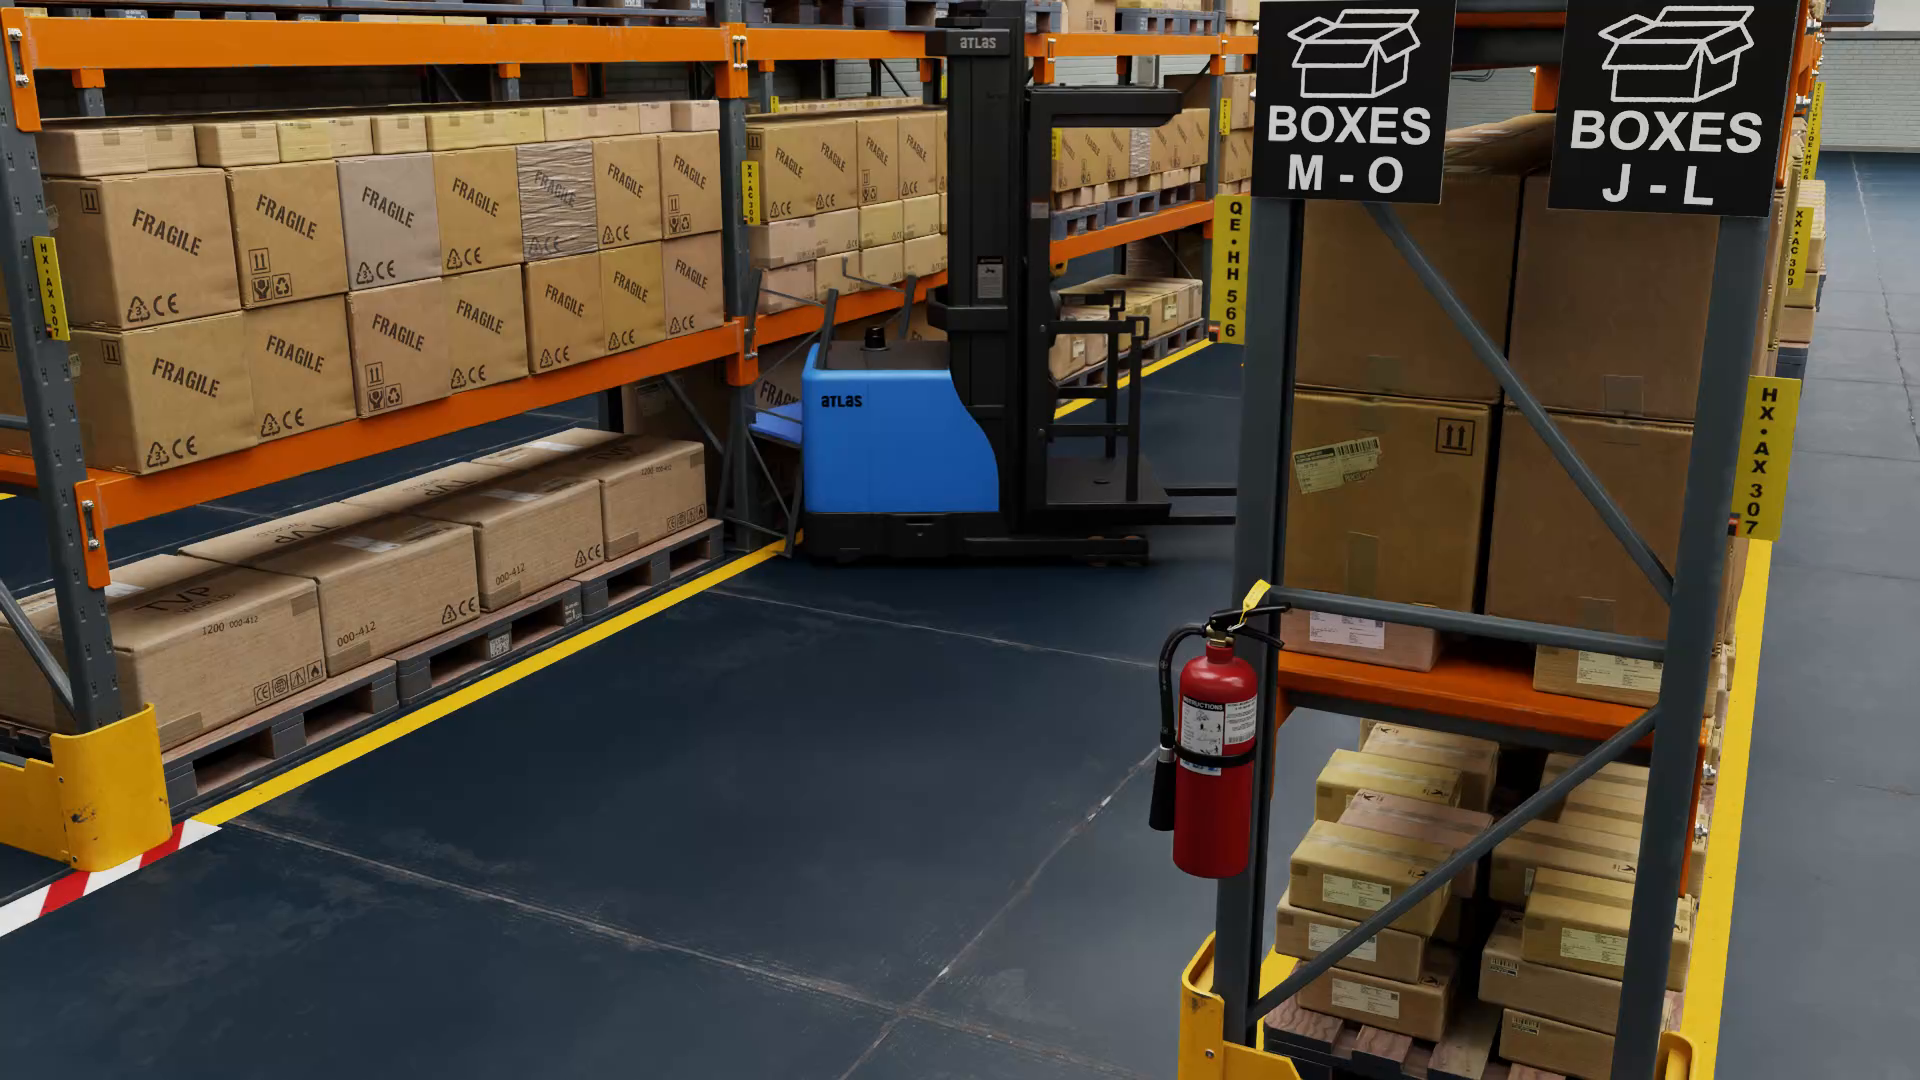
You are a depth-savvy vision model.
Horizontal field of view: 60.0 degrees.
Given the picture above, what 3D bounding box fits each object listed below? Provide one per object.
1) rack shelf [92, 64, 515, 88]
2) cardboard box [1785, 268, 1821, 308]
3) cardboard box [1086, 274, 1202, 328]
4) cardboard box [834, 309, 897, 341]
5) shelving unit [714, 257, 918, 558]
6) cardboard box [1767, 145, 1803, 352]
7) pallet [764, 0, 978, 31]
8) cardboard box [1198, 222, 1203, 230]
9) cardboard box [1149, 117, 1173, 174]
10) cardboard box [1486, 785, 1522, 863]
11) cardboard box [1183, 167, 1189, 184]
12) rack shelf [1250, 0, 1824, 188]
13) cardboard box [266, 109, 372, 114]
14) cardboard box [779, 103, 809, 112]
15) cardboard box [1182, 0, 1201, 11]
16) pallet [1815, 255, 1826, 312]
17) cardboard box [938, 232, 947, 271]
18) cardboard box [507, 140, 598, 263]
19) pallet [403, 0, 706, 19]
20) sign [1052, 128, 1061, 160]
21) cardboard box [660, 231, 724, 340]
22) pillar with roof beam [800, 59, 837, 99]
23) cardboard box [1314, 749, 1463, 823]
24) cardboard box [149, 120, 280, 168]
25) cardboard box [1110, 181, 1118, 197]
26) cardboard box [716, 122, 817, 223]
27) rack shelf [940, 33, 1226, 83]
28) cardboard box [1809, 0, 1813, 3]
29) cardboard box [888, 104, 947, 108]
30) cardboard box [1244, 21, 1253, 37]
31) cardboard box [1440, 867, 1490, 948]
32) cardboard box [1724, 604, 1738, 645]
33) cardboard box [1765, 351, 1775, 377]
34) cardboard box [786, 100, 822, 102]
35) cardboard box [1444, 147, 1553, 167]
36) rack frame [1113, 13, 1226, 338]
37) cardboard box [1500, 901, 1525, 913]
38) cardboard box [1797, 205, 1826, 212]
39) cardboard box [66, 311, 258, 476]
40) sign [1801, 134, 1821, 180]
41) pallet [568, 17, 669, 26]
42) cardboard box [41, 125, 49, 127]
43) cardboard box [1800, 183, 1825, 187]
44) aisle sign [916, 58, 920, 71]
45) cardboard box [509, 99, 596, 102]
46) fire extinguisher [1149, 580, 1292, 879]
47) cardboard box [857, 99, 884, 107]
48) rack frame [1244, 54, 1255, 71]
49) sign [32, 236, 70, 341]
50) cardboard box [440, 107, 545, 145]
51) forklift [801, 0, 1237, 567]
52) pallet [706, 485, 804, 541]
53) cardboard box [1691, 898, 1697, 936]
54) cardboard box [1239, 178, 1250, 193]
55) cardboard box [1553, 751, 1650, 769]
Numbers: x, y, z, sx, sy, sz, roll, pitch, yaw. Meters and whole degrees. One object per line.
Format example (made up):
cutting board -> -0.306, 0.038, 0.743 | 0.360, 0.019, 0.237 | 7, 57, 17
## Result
rack shelf -> -5.143, -3.669, 12.604 | 1.077, 0.370, 4.000 | 8, 18, 25
cardboard box -> 3.467, -1.097, 7.132 | 0.380, 0.149, 0.250 | 8, 19, 26
cardboard box -> 1.748, -2.281, 15.815 | 0.950, 0.372, 0.625 | 8, 18, 26
cardboard box -> -0.992, -1.018, 10.678 | 0.875, 0.875, 0.875 | 9, 19, 27
shelving unit -> -0.813, -0.783, 9.433 | 0.538, 1.500, 1.048 | 18, 18, 18
cardboard box -> 2.002, -0.823, 4.571 | 0.500, 0.500, 0.500 | 8, 18, 24
pallet -> -0.544, -3.346, 10.586 | 1.003, 0.211, 1.213 | 9, 19, 28
cardboard box -> 2.595, -3.168, 16.556 | 0.380, 0.149, 0.250 | 8, 18, 26
cardboard box -> 1.523, -3.462, 14.475 | 0.500, 0.500, 0.500 | 9, 19, 27
cardboard box -> 1.515, 0.851, 5.138 | 0.380, 0.149, 0.250 | 8, 18, 25
cardboard box -> 1.864, -3.324, 15.149 | 0.380, 0.149, 0.250 | 8, 18, 24
rack shelf -> 1.986, -1.416, 5.017 | 1.077, 0.370, 4.000 | 8, 18, 25
cardboard box -> -2.745, -1.769, 7.140 | 0.380, 0.149, 0.250 | 9, 19, 27
cardboard box -> -1.912, -4.793, 18.557 | 0.380, 0.149, 0.250 | 8, 18, 24
cardboard box -> 1.849, -4.874, 14.923 | 0.500, 0.250, 0.500 | 8, 18, 24
pallet -> 4.444, -1.564, 9.858 | 1.213, 0.211, 1.003 | 8, 18, 25
cardboard box -> -0.254, -1.963, 11.128 | 0.500, 0.250, 0.500 | 8, 18, 25
cardboard box -> -2.011, -1.549, 7.539 | 0.500, 0.500, 0.500 | 8, 18, 26
pallet -> -1.969, -2.624, 7.979 | 1.003, 0.211, 1.213 | 8, 18, 25
sign -> 0.691, -2.940, 12.121 | 0.100, 0.325, 0.005 | 8, 18, 25
cardboard box -> -1.573, -1.333, 8.569 | 0.500, 0.500, 0.500 | 8, 18, 26
pillar with roof beam -> 2.060, -7.389, 18.596 | 9.100, 9.000, 0.400 | 8, 18, 25
cardboard box -> 1.268, 0.761, 4.918 | 0.380, 0.149, 0.250 | 8, 18, 24
cardboard box -> -2.703, -1.438, 6.027 | 0.380, 0.149, 0.250 | 9, 19, 27
cardboard box -> 1.095, -2.942, 13.865 | 0.380, 0.149, 0.250 | 9, 19, 28
cardboard box -> -1.140, -2.039, 9.189 | 0.500, 0.500, 0.500 | 8, 18, 26
rack shelf -> 1.087, -4.057, 13.912 | 1.077, 0.370, 4.000 | 8, 18, 25
cardboard box -> 1.521, -1.261, 3.497 | 0.500, 0.250, 0.500 | 9, 19, 27
cardboard box -> -0.246, -2.888, 12.046 | 0.500, 0.500, 0.500 | 7, 18, 24
cardboard box -> 2.666, -5.035, 16.381 | 0.380, 0.149, 0.250 | 9, 19, 27
cardboard box -> 1.360, 1.057, 4.967 | 0.380, 0.149, 0.250 | 8, 18, 25
cardboard box -> 1.775, 0.135, 4.244 | 0.380, 0.149, 0.250 | 8, 18, 24
cardboard box -> 2.459, -0.605, 5.594 | 0.500, 0.500, 0.500 | 8, 18, 25
cardboard box -> -1.847, -5.108, 19.617 | 0.380, 0.149, 0.250 | 9, 19, 27
cardboard box -> 1.300, -0.760, 4.361 | 0.500, 0.500, 0.500 | 7, 18, 24
rack frame -> 1.981, -3.474, 15.952 | 1.000, 3.000, 0.127 | 8, 18, 25
cardboard box -> 1.759, 0.973, 4.729 | 0.380, 0.149, 0.250 | 8, 18, 26
cardboard box -> 4.044, -1.569, 8.199 | 0.380, 0.149, 0.250 | 9, 19, 27
cardboard box -> -2.910, -0.551, 5.935 | 0.500, 0.500, 0.500 | 8, 18, 25
sign -> 5.156, -2.301, 10.110 | 0.100, 0.325, 0.005 | 8, 18, 25
pallet -> -3.529, -4.902, 15.825 | 1.003, 0.211, 1.213 | 9, 19, 28
cardboard box -> -3.400, -1.372, 5.805 | 0.380, 0.149, 0.250 | 8, 18, 26
cardboard box -> 4.744, -1.970, 9.548 | 0.380, 0.149, 0.250 | 8, 18, 25
aisle sign -> -0.382, -6.349, 21.065 | 0.394, 0.787, 0.004 | 8, 18, 25
cardboard box -> -2.068, -2.160, 8.456 | 0.380, 0.149, 0.250 | 8, 18, 26
fire extinguisher -> 0.567, 0.408, 3.673 | 0.296, 0.674, 0.183 | 8, 18, 25
cardboard box -> -1.126, -5.169, 19.821 | 0.380, 0.149, 0.250 | 8, 19, 26
rack frame -> 3.768, -4.493, 19.382 | 1.000, 3.000, 0.127 | 8, 18, 25
sign -> -2.888, -0.798, 5.283 | 0.100, 0.325, 0.005 | 8, 18, 25
cardboard box -> -2.075, -1.838, 7.372 | 0.380, 0.149, 0.250 | 8, 18, 24
forklift -> 0.646, -1.411, 9.126 | 3.031, 2.935, 1.130 | 0, 17, -2
pallet -> -1.317, -0.305, 10.182 | 1.003, 0.211, 1.213 | 8, 18, 25
cardboard box -> 1.973, 1.067, 4.933 | 0.380, 0.149, 0.250 | 8, 18, 26
cardboard box -> 2.708, -3.594, 16.797 | 0.380, 0.149, 0.250 | 9, 19, 27
cardboard box -> 2.042, 0.700, 5.123 | 0.380, 0.149, 0.250 | 9, 19, 28
